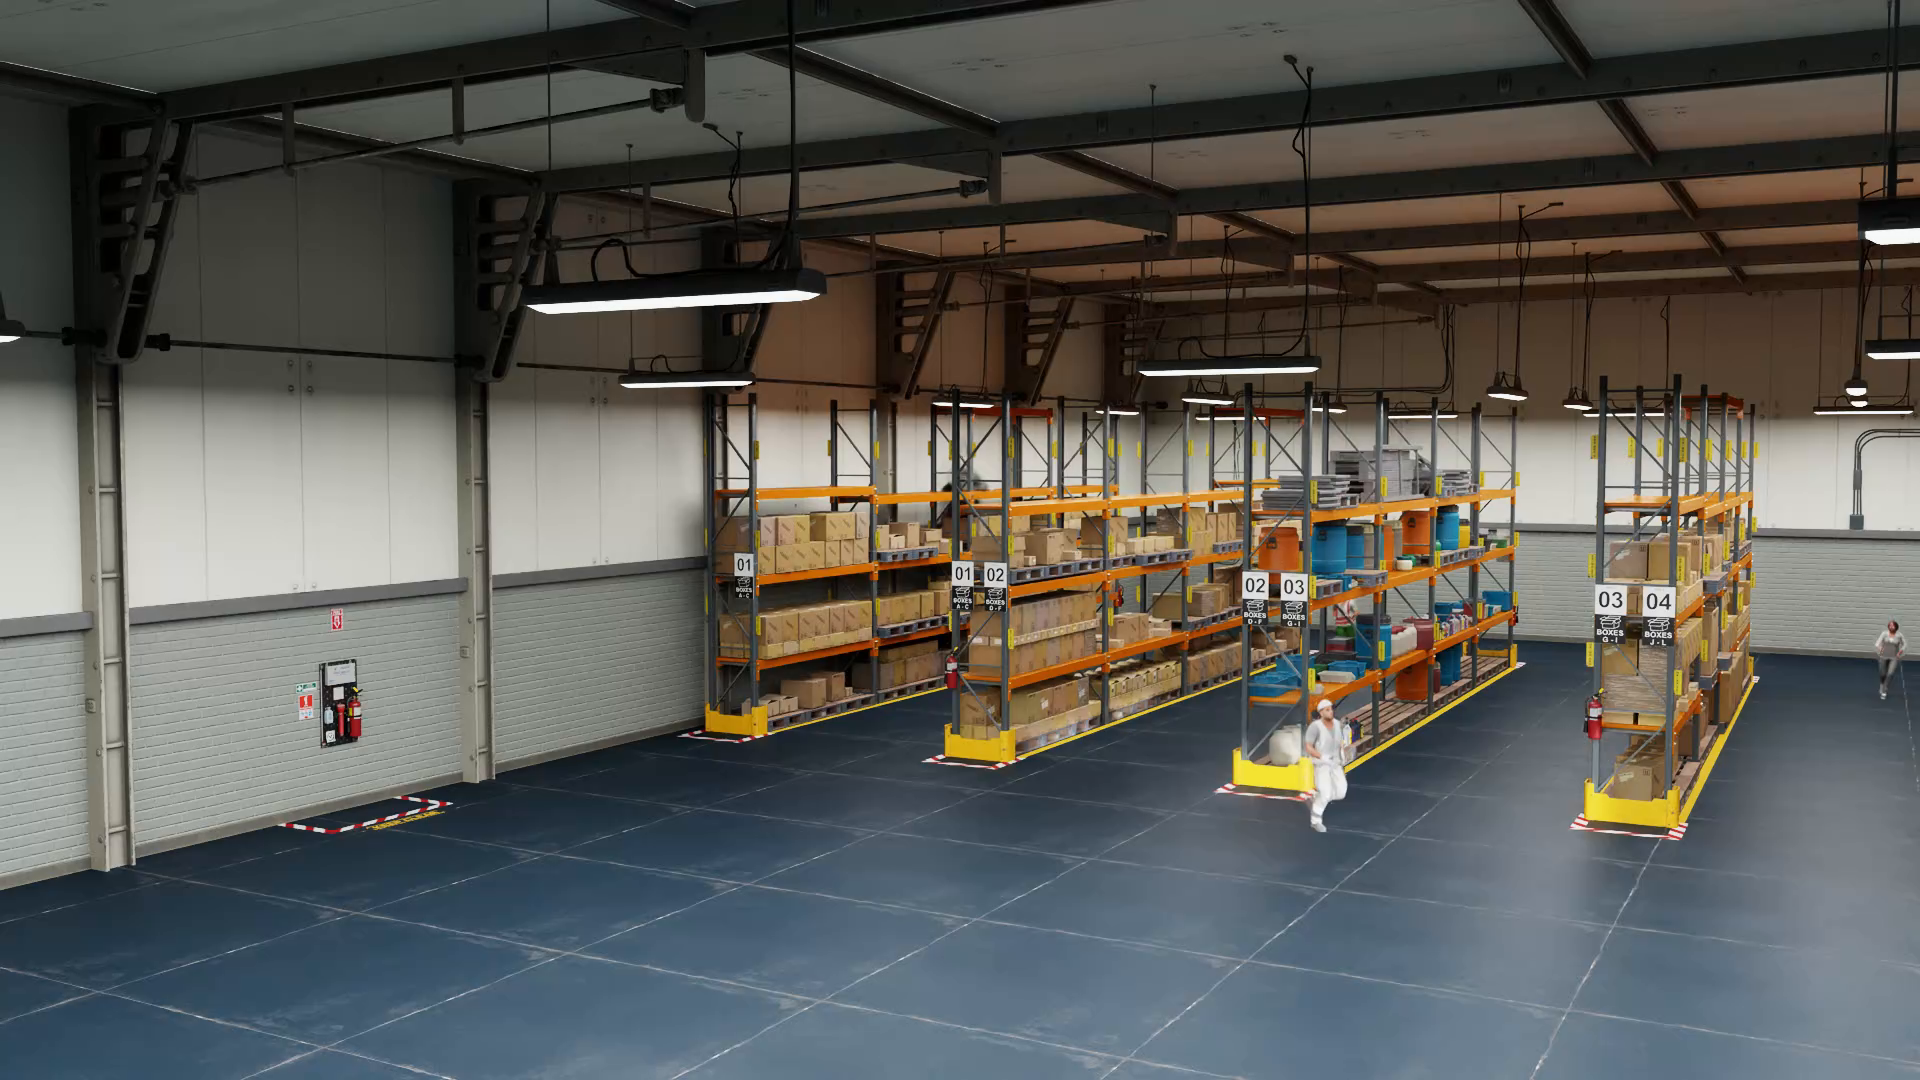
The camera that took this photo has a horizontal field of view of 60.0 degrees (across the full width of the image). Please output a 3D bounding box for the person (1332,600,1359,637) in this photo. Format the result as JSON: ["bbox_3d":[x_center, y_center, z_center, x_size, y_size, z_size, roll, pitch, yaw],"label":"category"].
[{"bbox_3d":[8.998,2.022,38.878,0.655,1.776,0.877,1,3,25],"label":"person"}]

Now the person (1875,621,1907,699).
[{"bbox_3d":[18.837,2.420,33.658,0.553,1.560,0.700,2,4,34],"label":"person"}]

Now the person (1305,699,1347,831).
[{"bbox_3d":[4.828,2.957,21.855,0.685,1.743,0.666,-1,3,-26],"label":"person"}]
